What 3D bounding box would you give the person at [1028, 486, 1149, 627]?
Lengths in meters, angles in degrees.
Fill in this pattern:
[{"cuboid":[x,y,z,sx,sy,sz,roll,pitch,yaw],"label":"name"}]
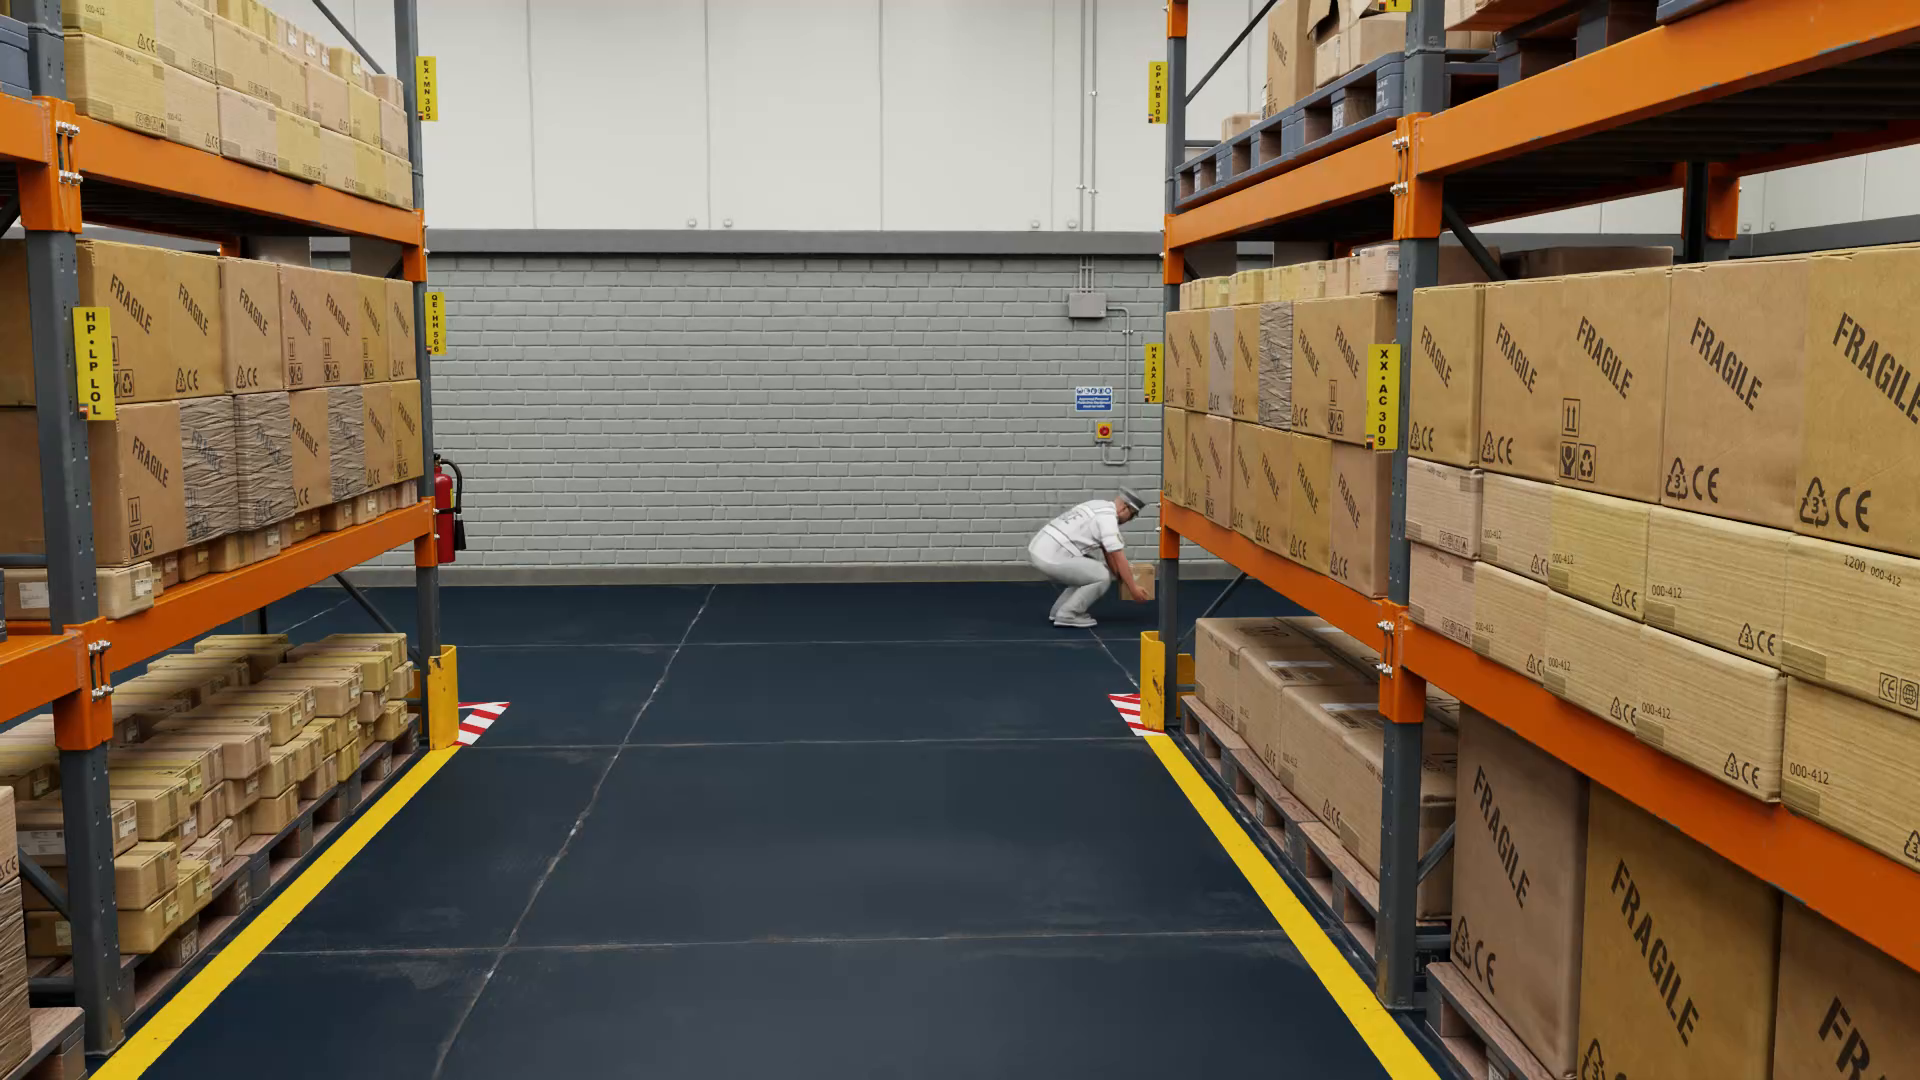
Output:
[{"cuboid":[0.990,0.120,12.693,0.892,1.051,0.570,0,7,-4],"label":"person"}]
